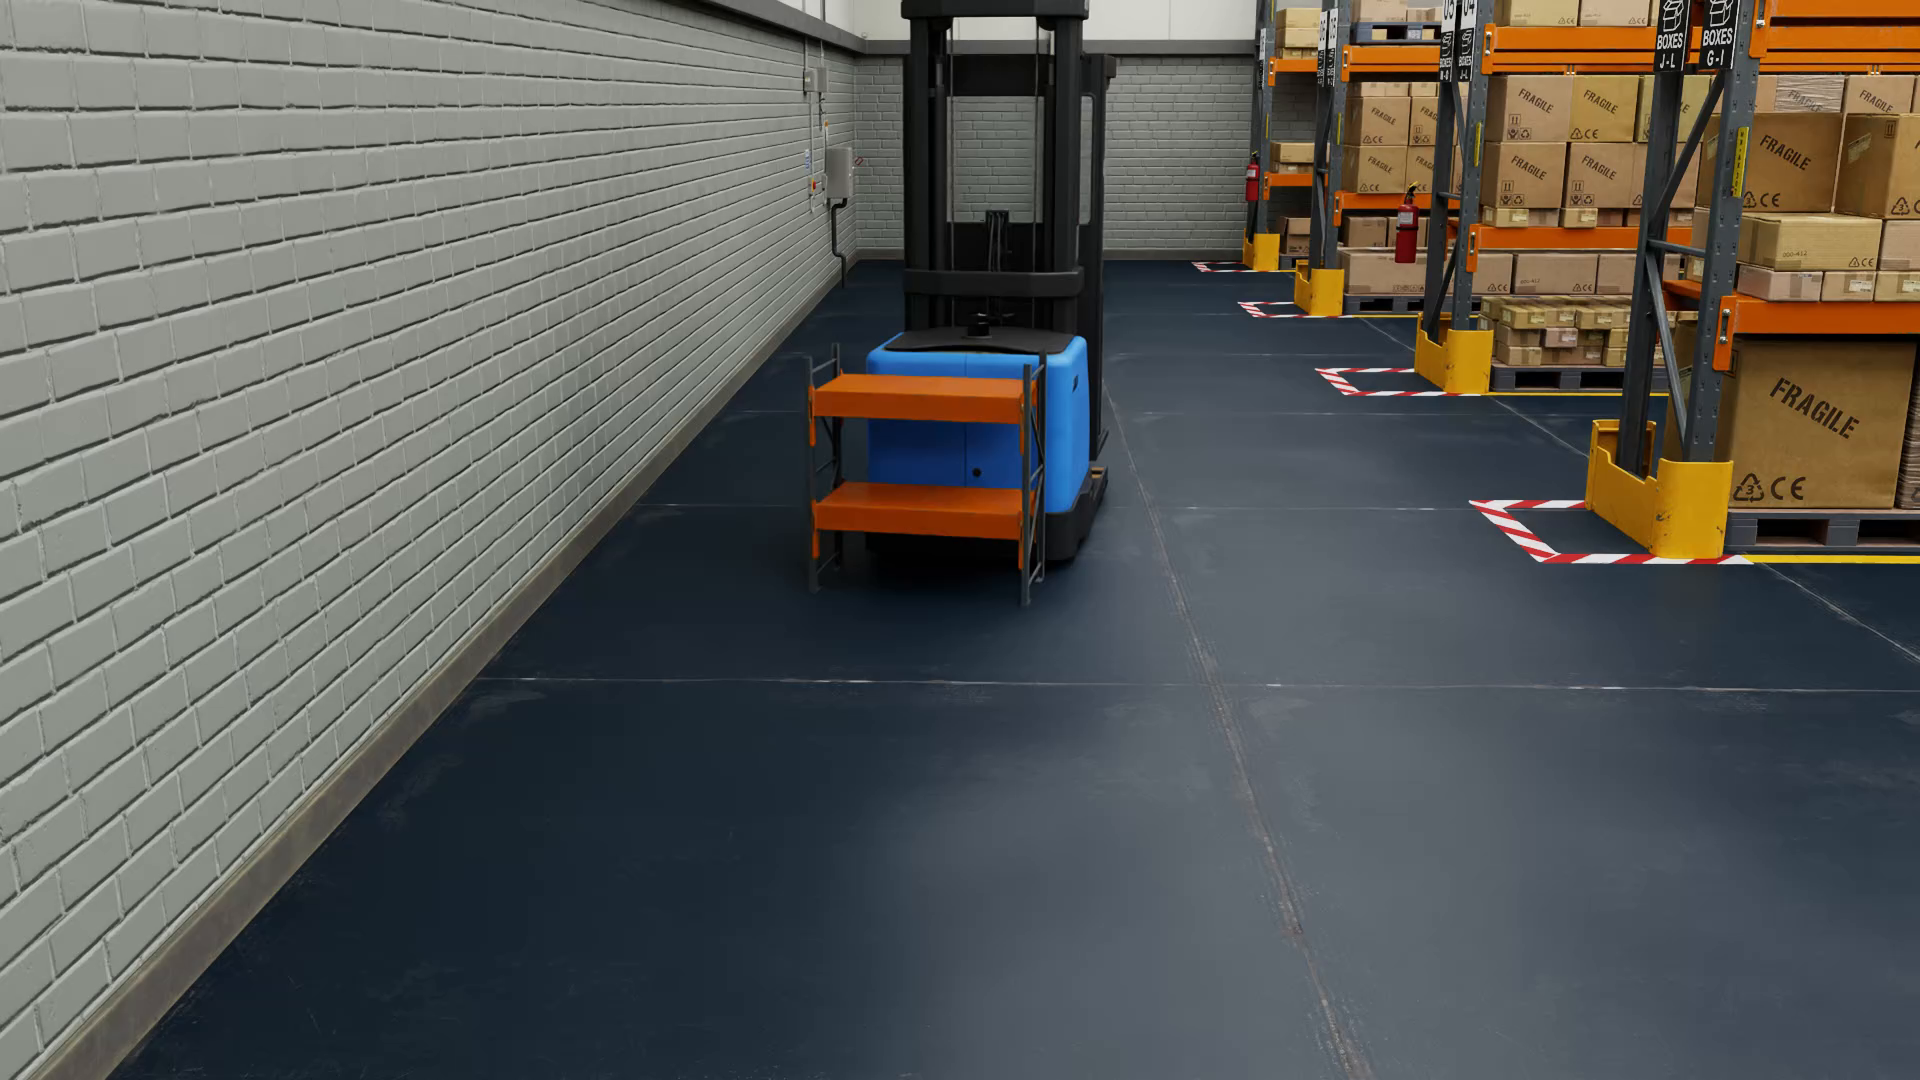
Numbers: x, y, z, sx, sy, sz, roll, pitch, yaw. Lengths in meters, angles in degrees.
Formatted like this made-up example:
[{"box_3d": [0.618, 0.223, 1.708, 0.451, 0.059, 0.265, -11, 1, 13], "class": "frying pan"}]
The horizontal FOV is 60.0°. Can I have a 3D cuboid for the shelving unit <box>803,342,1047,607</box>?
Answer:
[{"box_3d": [-0.152, -0.324, 7.862, 1.048, 1.125, 0.538, 3, 15, 11], "class": "shelving unit"}]

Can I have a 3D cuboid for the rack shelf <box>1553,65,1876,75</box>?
[{"box_3d": [10.144, -6.359, 22.591, 4.000, 0.370, 1.077, 0, 15, 1], "class": "rack shelf"}]

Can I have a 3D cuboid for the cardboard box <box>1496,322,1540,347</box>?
[{"box_3d": [4.515, -1.666, 13.456, 0.250, 0.149, 0.380, 1, 15, 4], "class": "cardboard box"}]

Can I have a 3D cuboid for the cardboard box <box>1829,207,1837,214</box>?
[{"box_3d": [4.768, -1.634, 8.866, 0.500, 0.250, 0.500, 0, 15, 0], "class": "cardboard box"}]

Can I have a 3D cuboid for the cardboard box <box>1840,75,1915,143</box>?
[{"box_3d": [7.002, -3.352, 12.926, 0.500, 0.500, 0.500, 0, 15, 0], "class": "cardboard box"}]

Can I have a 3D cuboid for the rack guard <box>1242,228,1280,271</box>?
[{"box_3d": [4.222, -4.086, 23.347, 0.348, 0.500, 1.175, 0, 15, 1], "class": "rack guard"}]

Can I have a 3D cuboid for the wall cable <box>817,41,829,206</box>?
[{"box_3d": [-1.590, -4.913, 19.590, 0.122, 1.984, 0.588, 0, 15, 1], "class": "wall cable"}]

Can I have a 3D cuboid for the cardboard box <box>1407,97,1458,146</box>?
[{"box_3d": [5.012, -4.484, 17.799, 0.500, 0.500, 0.500, 0, 15, 0], "class": "cardboard box"}]

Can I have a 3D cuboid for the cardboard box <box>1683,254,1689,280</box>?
[{"box_3d": [8.643, -3.195, 18.413, 0.875, 0.875, 0.875, 1, 15, 3], "class": "cardboard box"}]

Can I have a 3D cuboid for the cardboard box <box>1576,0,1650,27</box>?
[{"box_3d": [4.966, -4.071, 12.806, 0.500, 0.250, 0.500, 1, 15, 3], "class": "cardboard box"}]

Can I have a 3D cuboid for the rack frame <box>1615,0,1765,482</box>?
[{"box_3d": [3.770, -1.502, 8.653, 0.127, 3.000, 1.000, 0, 15, 1], "class": "rack frame"}]

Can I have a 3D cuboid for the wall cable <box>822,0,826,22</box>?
[{"box_3d": [-1.540, -7.815, 20.749, 0.133, 3.039, 2.988, 0, 15, 1], "class": "wall cable"}]

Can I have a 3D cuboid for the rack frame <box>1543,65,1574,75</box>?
[{"box_3d": [8.144, -5.269, 22.931, 0.127, 3.000, 1.000, 0, 15, 1], "class": "rack frame"}]

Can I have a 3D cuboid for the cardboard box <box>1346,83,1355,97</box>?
[{"box_3d": [4.387, -4.923, 18.194, 0.250, 0.149, 0.380, 1, 15, 2], "class": "cardboard box"}]

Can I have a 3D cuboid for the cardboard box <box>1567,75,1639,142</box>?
[{"box_3d": [4.944, -3.370, 12.993, 0.500, 0.500, 0.500, 1, 15, 3], "class": "cardboard box"}]

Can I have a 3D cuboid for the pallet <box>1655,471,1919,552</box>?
[{"box_3d": [4.571, -0.168, 9.065, 1.213, 0.211, 1.003, 0, 15, 1], "class": "pallet"}]

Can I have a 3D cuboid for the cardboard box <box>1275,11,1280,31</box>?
[{"box_3d": [4.597, -7.127, 22.824, 0.500, 0.250, 0.500, 0, 15, 0], "class": "cardboard box"}]

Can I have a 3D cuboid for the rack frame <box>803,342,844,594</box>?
[{"box_3d": [-0.649, -0.350, 7.961, 0.032, 1.125, 0.500, 3, 15, 11], "class": "rack frame"}]

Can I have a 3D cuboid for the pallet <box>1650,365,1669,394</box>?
[{"box_3d": [6.101, -1.394, 13.712, 1.213, 0.211, 1.003, 0, 15, 1], "class": "pallet"}]

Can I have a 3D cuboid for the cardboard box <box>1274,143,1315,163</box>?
[{"box_3d": [4.593, -5.295, 22.740, 0.500, 0.250, 0.500, 0, 15, 2], "class": "cardboard box"}]

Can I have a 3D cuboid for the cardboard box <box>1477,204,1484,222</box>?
[{"box_3d": [4.331, -2.715, 13.742, 0.250, 0.149, 0.380, 0, 15, 1], "class": "cardboard box"}]

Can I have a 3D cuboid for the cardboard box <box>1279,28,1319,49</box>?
[{"box_3d": [4.582, -6.744, 22.353, 0.500, 0.250, 0.500, 0, 15, 1], "class": "cardboard box"}]

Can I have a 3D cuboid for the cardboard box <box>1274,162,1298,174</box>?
[{"box_3d": [4.467, -5.102, 22.789, 0.250, 0.149, 0.380, 0, 15, 1], "class": "cardboard box"}]

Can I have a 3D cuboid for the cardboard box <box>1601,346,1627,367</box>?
[{"box_3d": [5.278, -1.496, 13.394, 0.250, 0.149, 0.380, 1, 15, 2], "class": "cardboard box"}]

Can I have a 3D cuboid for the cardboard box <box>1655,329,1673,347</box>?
[{"box_3d": [5.555, -1.664, 13.448, 0.250, 0.149, 0.380, 0, 15, -1], "class": "cardboard box"}]

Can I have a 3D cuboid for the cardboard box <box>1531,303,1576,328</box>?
[{"box_3d": [4.791, -1.817, 13.447, 0.250, 0.149, 0.380, 1, 15, 2], "class": "cardboard box"}]

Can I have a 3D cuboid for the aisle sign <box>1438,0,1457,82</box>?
[{"box_3d": [3.932, -4.100, 13.405, 0.004, 0.787, 0.394, 0, 15, 1], "class": "aisle sign"}]

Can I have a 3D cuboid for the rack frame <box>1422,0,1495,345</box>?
[{"box_3d": [3.997, -2.766, 13.445, 0.127, 3.000, 1.000, 0, 15, 1], "class": "rack frame"}]

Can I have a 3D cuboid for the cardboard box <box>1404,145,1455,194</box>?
[{"box_3d": [5.002, -4.005, 17.944, 0.500, 0.500, 0.500, 0, 15, 1], "class": "cardboard box"}]

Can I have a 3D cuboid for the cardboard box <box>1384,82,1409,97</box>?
[{"box_3d": [4.634, -4.818, 17.795, 0.250, 0.149, 0.380, 1, 15, 3], "class": "cardboard box"}]

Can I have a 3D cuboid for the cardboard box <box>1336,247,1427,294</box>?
[{"box_3d": [4.685, -3.015, 18.586, 0.875, 0.438, 0.875, 0, 15, 0], "class": "cardboard box"}]

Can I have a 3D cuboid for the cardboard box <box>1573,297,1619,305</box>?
[{"box_3d": [5.302, -1.936, 13.898, 0.250, 0.149, 0.380, 0, 15, -1], "class": "cardboard box"}]

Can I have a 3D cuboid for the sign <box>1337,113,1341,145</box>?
[{"box_3d": [4.003, -4.345, 17.575, 0.005, 0.325, 0.100, 0, 15, 1], "class": "sign"}]

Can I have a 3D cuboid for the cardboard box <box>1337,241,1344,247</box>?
[{"box_3d": [5.179, -4.079, 23.185, 0.250, 0.149, 0.380, 0, 15, -1], "class": "cardboard box"}]

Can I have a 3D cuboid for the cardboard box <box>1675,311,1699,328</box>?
[{"box_3d": [5.829, -1.785, 13.324, 0.250, 0.149, 0.380, 1, 15, 2], "class": "cardboard box"}]

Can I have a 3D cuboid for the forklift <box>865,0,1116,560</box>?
[{"box_3d": [0.277, -1.645, 9.331, 1.130, 2.935, 3.031, 2, 15, 9], "class": "forklift"}]

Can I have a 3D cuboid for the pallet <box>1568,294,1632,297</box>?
[{"box_3d": [7.263, -2.680, 18.584, 1.213, 0.211, 1.003, 0, 15, 1], "class": "pallet"}]

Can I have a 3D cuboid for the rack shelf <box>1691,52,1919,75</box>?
[{"box_3d": [10.021, -5.093, 17.793, 4.000, 0.370, 1.077, 0, 15, 1], "class": "rack shelf"}]

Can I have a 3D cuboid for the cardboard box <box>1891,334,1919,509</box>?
[{"box_3d": [5.321, -0.688, 8.910, 0.875, 0.875, 0.875, 0, 15, 1], "class": "cardboard box"}]

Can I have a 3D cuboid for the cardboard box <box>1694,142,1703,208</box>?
[{"box_3d": [5.974, -2.880, 13.097, 0.500, 0.500, 0.500, 0, 15, 0], "class": "cardboard box"}]

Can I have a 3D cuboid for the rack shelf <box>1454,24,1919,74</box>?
[{"box_3d": [5.997, -3.856, 13.105, 4.000, 0.370, 1.077, 0, 15, 1], "class": "rack shelf"}]

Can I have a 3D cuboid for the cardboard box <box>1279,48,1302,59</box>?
[{"box_3d": [4.458, -6.563, 22.447, 0.250, 0.149, 0.380, 1, 15, 3], "class": "cardboard box"}]

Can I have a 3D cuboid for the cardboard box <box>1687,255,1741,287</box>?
[{"box_3d": [4.134, -1.462, 8.995, 0.250, 0.149, 0.380, 1, 15, 2], "class": "cardboard box"}]

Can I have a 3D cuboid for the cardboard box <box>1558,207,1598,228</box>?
[{"box_3d": [4.836, -2.553, 13.128, 0.250, 0.149, 0.380, 0, 15, 0], "class": "cardboard box"}]
